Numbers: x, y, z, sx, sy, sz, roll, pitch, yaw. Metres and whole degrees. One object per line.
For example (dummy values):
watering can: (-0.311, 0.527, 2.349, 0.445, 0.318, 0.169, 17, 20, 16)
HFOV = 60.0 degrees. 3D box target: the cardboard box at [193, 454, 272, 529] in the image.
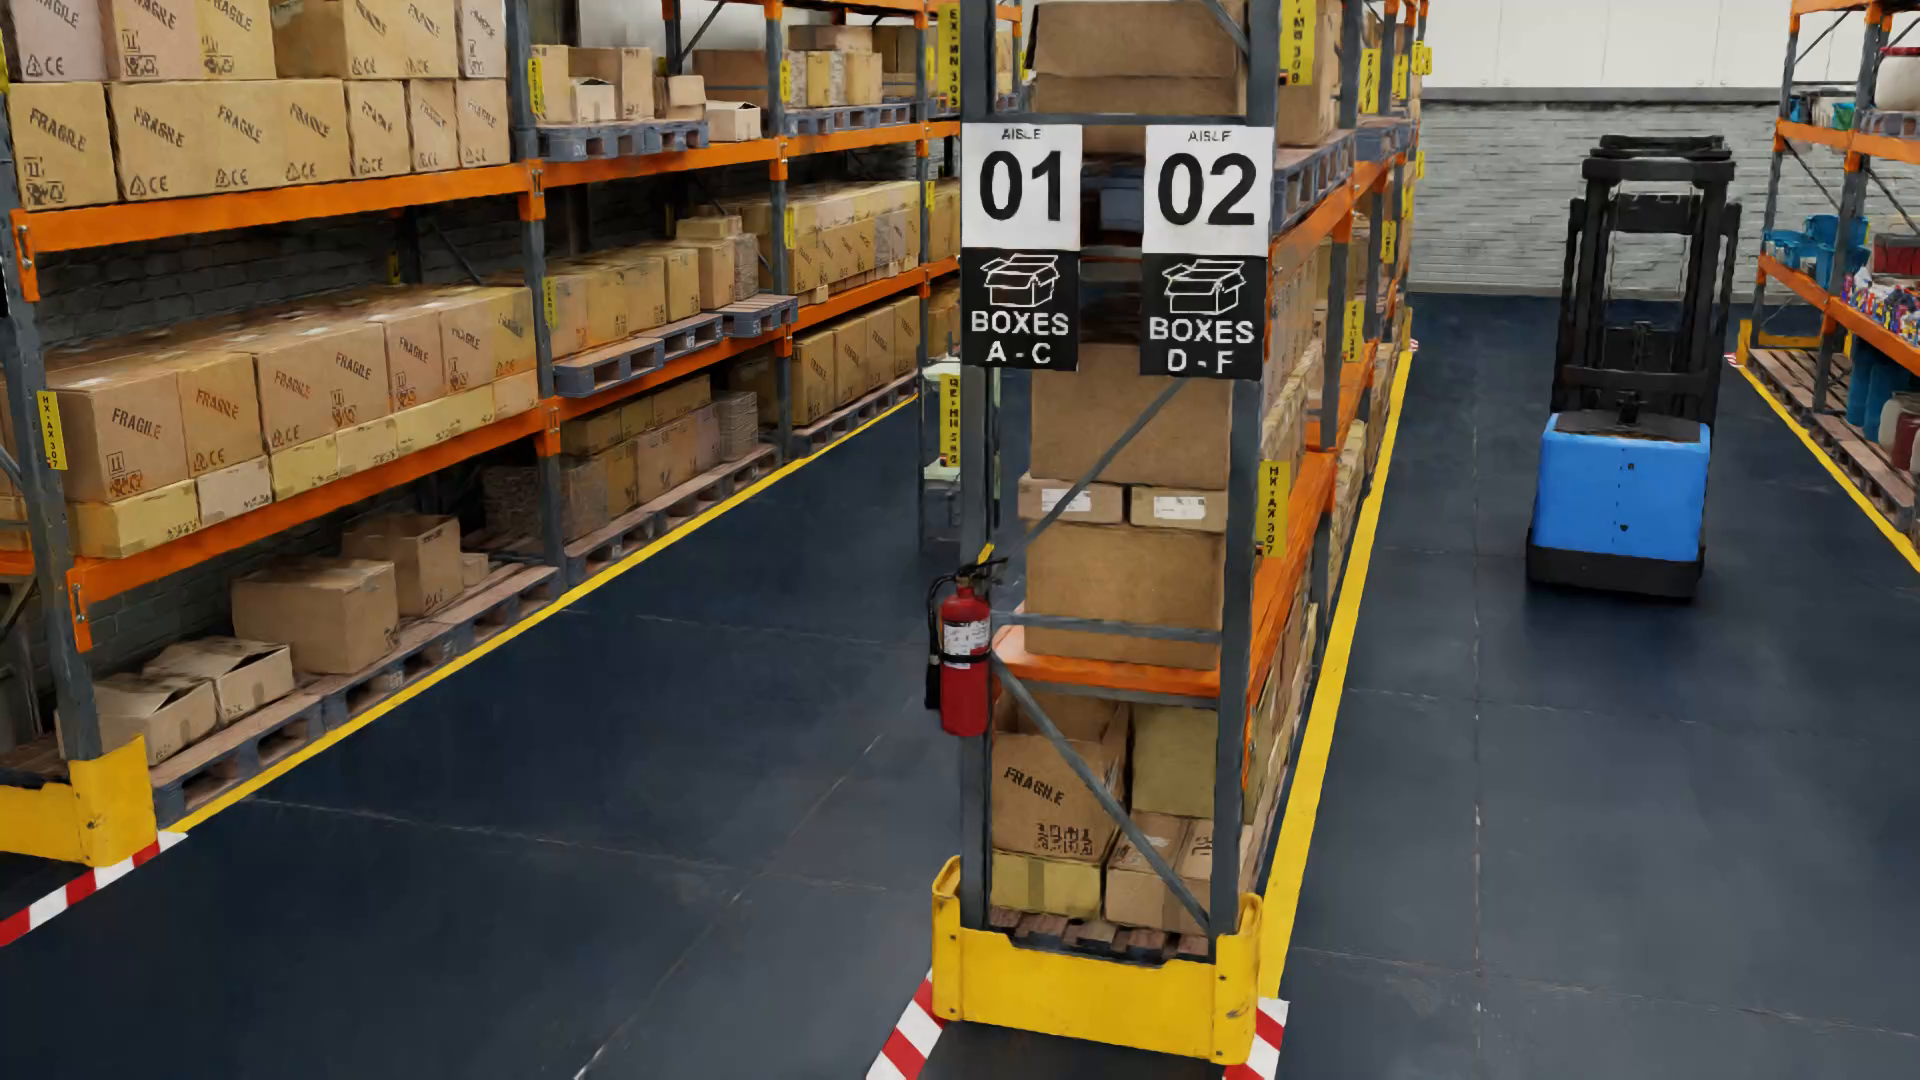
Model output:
cardboard box: (-3.677, -0.253, 7.962, 0.500, 0.250, 0.500, 4, 16, 14)

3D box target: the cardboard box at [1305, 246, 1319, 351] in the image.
cardboard box: (1.513, -1.294, 8.835, 0.700, 0.500, 0.500, 5, 17, 16)

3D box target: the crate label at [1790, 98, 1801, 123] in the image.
crate label: (9.219, -4.648, 17.996, 0.408, 0.251, 0.502, 5, 16, 16)

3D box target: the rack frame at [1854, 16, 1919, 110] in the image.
rack frame: (8.655, -5.333, 14.640, 1.000, 3.000, 0.127, 5, 16, 16)

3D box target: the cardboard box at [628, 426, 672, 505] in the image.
cardboard box: (-2.642, -0.594, 12.702, 0.700, 0.500, 0.500, 5, 17, 17)

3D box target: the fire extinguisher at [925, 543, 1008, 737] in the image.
fire extinguisher: (0.017, 0.340, 5.776, 0.296, 0.674, 0.183, 5, 16, 16)

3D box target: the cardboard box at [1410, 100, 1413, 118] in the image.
cardboard box: (4.428, -4.441, 17.268, 0.500, 0.250, 0.500, 5, 16, 16)

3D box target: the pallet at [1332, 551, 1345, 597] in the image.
pallet: (2.150, 0.087, 11.637, 1.003, 0.211, 1.213, 5, 16, 16)

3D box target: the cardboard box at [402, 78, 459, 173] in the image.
cardboard box: (-3.180, -2.340, 9.366, 0.500, 0.500, 0.500, 3, 16, 11)

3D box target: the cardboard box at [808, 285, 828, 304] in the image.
cardboard box: (-1.428, -2.254, 15.201, 0.380, 0.149, 0.250, 5, 17, 18)

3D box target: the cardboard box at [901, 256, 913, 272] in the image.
cardboard box: (-0.718, -2.925, 17.570, 0.380, 0.149, 0.250, 5, 17, 17)

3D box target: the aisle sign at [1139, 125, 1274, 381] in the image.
aisle sign: (0.771, -0.902, 5.248, 0.394, 0.787, 0.004, 5, 16, 16)

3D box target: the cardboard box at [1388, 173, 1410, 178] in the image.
cardboard box: (4.456, -3.597, 17.500, 0.500, 0.500, 0.500, 4, 16, 14)

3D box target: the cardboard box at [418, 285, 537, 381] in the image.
cardboard box: (-2.955, -1.272, 10.183, 0.500, 0.500, 0.500, 5, 16, 16)

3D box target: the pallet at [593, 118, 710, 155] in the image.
pallet: (-2.548, -2.899, 11.902, 1.213, 0.211, 1.003, 5, 16, 16)

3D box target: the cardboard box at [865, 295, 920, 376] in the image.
cardboard box: (-0.904, -2.203, 17.768, 0.750, 0.750, 0.750, 5, 17, 17)

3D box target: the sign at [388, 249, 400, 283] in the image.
sign: (-3.651, -1.721, 10.778, 0.100, 0.325, 0.005, 5, 16, 16)

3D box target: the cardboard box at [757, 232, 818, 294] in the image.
cardboard box: (-1.597, -2.476, 14.798, 0.500, 0.500, 0.500, 5, 17, 18)

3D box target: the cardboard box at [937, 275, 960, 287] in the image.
cardboard box: (-0.181, -3.232, 20.850, 0.380, 0.149, 0.250, 5, 17, 16)

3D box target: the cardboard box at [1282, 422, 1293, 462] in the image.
cardboard box: (1.223, -0.401, 8.062, 0.700, 0.500, 0.500, 5, 17, 17)

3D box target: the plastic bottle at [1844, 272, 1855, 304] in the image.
plastic bottle: (8.104, -2.293, 15.130, 0.061, 0.283, 0.133, 5, 16, 16)

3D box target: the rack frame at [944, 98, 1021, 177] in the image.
rack frame: (0.293, -4.261, 21.856, 1.000, 3.000, 0.127, 5, 16, 16)

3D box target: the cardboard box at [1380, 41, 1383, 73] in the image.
cardboard box: (3.693, -4.447, 15.878, 0.600, 0.600, 0.600, 3, 16, 11)

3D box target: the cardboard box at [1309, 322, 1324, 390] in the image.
cardboard box: (2.017, -1.124, 10.613, 0.500, 0.500, 0.500, 6, 17, 20)

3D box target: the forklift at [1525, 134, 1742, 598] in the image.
forklift: (4.853, -1.393, 11.869, 1.130, 2.935, 3.031, 7, 17, 22)

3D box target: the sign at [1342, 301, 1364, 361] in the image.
sign: (2.166, -1.151, 9.158, 0.100, 0.325, 0.005, 5, 16, 16)

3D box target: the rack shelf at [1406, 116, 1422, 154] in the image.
rack shelf: (4.475, -4.452, 18.350, 1.077, 0.370, 4.000, 5, 16, 16)

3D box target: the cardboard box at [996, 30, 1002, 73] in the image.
cardboard box: (0.194, -5.901, 20.086, 0.500, 0.500, 0.500, 5, 17, 18)

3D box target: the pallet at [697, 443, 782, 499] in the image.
pallet: (-2.204, -0.623, 14.137, 1.003, 0.211, 1.213, 5, 16, 16)

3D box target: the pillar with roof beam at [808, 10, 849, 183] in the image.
pillar with roof beam: (2.653, -6.017, 17.053, 9.100, 9.000, 0.400, 5, 16, 16)

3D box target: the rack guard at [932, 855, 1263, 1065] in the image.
rack guard: (0.490, 1.517, 6.066, 1.175, 0.500, 0.348, 5, 16, 16)

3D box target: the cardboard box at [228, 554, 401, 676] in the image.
cardboard box: (-3.553, 0.404, 9.182, 0.700, 0.500, 0.500, 4, 16, 12)

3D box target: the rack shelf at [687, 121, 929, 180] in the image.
rack shelf: (-1.412, -3.789, 16.011, 1.077, 0.370, 4.000, 5, 16, 16)

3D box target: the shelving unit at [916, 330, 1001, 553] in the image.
shelving unit: (-0.002, -0.720, 12.119, 0.431, 1.500, 0.755, 5, 16, 16)

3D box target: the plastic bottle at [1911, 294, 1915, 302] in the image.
plastic bottle: (7.852, -1.900, 13.767, 0.097, 0.271, 0.097, 0, 16, 0)

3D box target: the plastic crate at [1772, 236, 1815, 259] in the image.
plastic crate: (9.218, -3.230, 18.418, 0.416, 0.233, 0.300, 5, 16, 16)

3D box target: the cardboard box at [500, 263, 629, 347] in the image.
cardboard box: (-2.774, -1.658, 11.688, 0.700, 0.500, 0.500, 6, 17, 22)

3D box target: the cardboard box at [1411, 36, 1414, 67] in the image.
cardboard box: (4.422, -5.185, 17.601, 0.700, 0.500, 0.500, 5, 16, 16)

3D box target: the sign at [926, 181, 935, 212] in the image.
sign: (-0.321, -3.694, 17.880, 0.100, 0.325, 0.005, 5, 16, 16)

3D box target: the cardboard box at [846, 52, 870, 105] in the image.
cardboard box: (-1.295, -4.545, 16.371, 0.700, 0.500, 0.500, 4, 16, 15)

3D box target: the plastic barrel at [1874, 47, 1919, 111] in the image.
plastic barrel: (8.265, -4.039, 14.556, 0.433, 0.535, 0.433, 0, 16, 0)

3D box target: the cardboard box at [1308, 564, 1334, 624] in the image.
cardboard box: (1.985, 0.296, 10.059, 0.500, 0.250, 0.500, 4, 16, 15)

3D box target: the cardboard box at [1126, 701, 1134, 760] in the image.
cardboard box: (0.634, 0.642, 7.465, 0.500, 0.500, 0.500, 5, 16, 16)

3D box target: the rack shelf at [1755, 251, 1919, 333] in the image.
rack shelf: (9.223, -2.624, 17.401, 1.077, 0.370, 4.000, 5, 16, 16)

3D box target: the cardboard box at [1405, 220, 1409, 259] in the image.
cardboard box: (4.743, -3.390, 18.601, 0.500, 0.500, 0.500, 4, 16, 15)

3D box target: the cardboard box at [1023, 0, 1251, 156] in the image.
cardboard box: (0.664, -1.604, 5.776, 0.797, 0.503, 0.637, 6, 17, 20)

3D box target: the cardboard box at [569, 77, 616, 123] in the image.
cardboard box: (-2.710, -3.022, 11.384, 0.500, 0.311, 0.500, 5, 17, 18)

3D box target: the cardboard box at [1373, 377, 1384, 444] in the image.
cardboard box: (3.464, -1.160, 14.695, 0.500, 0.500, 0.500, 4, 16, 15)

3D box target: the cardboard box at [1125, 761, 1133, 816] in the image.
cardboard box: (0.496, 1.134, 7.105, 0.500, 0.250, 0.500, 5, 16, 16)

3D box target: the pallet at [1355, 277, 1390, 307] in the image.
pallet: (3.318, -2.202, 14.948, 1.003, 0.211, 1.213, 5, 16, 16)

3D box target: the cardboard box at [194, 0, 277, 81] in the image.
cardboard box: (-3.586, -2.401, 7.750, 0.500, 0.500, 0.500, 5, 17, 17)

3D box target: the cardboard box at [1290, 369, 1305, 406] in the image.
cardboard box: (1.470, -0.745, 8.087, 0.380, 0.149, 0.250, 5, 16, 16)

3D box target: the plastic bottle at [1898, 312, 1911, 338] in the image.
plastic bottle: (7.533, -1.711, 13.228, 0.097, 0.201, 0.097, 0, 16, 0)

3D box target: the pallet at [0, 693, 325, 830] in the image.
pallet: (-3.968, 1.036, 8.289, 1.003, 0.211, 1.213, 5, 16, 16)
